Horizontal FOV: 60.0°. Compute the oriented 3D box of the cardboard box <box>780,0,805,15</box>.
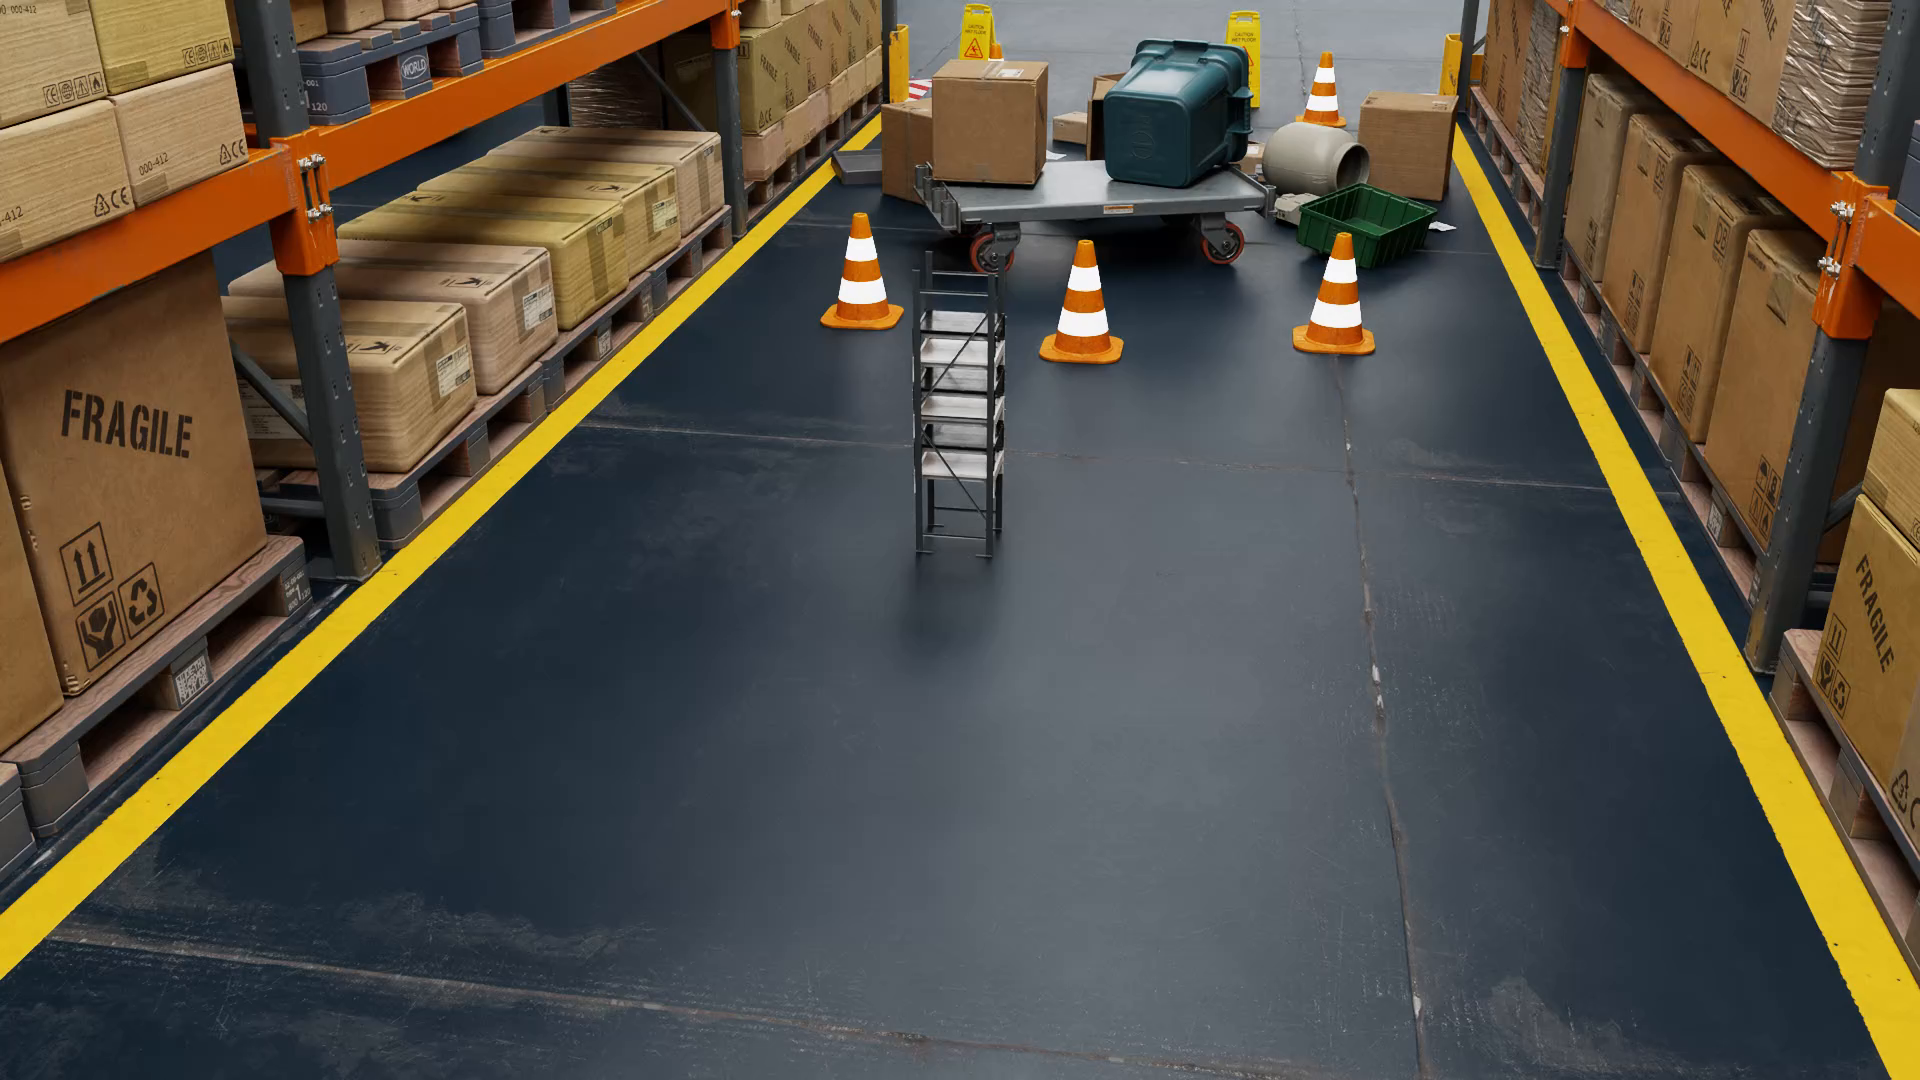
[{"bbox_3d":[-1.085,-3.027,9.277,0.380,0.149,0.250,5,26,11],"label":"cardboard box"}]

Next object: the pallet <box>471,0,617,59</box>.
[{"bbox_3d":[-1.980,-2.028,6.271,1.003,0.211,1.213,4,25,9],"label":"pallet"}]

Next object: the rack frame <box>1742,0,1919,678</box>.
[{"bbox_3d":[2.637,-0.984,3.813,1.000,3.000,0.127,4,25,9],"label":"rack frame"}]

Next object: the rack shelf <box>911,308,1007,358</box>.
[{"bbox_3d":[-0.001,-0.619,4.952,0.258,0.077,0.200,4,25,9],"label":"rack shelf"}]

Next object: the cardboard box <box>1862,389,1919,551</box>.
[{"bbox_3d":[2.285,-0.110,3.515,0.500,0.250,0.500,3,25,6],"label":"cardboard box"}]

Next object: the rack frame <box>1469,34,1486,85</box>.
[{"bbox_3d":[3.948,-4.329,10.961,0.949,2.616,0.053,4,25,9],"label":"rack frame"}]

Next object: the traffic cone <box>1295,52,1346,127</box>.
[{"bbox_3d":[2.457,-3.057,11.235,0.336,0.463,0.334,4,25,9],"label":"traffic cone"}]

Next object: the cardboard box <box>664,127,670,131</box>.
[{"bbox_3d":[-1.778,-2.168,9.092,0.500,0.250,0.500,5,26,11],"label":"cardboard box"}]

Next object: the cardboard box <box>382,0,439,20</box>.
[{"bbox_3d":[-1.857,-1.711,5.168,0.380,0.149,0.250,2,25,5],"label":"cardboard box"}]

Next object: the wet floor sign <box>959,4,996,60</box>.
[{"bbox_3d":[0.131,-3.569,12.114,0.267,0.644,0.232,13,28,26],"label":"wet floor sign"}]

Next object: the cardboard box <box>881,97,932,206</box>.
[{"bbox_3d":[-0.092,-2.180,9.315,0.500,0.500,0.500,-20,32,-36],"label":"cardboard box"}]

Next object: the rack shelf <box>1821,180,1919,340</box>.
[{"bbox_3d":[2.310,0.179,2.179,1.077,0.370,4.000,4,25,9],"label":"rack shelf"}]

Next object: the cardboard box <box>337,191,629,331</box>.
[{"bbox_3d":[-1.919,-1.146,6.764,0.950,0.372,0.625,5,26,10],"label":"cardboard box"}]

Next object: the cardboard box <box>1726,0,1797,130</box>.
[{"bbox_3d":[2.528,-1.444,4.680,0.500,0.500,0.500,4,25,9],"label":"cardboard box"}]

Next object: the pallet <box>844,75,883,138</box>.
[{"bbox_3d":[-1.136,-2.998,11.406,1.003,0.211,1.213,4,25,9],"label":"pallet"}]

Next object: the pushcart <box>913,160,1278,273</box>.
[{"bbox_3d":[0.648,-1.633,8.293,1.648,0.377,0.936,-5,25,-10],"label":"pushcart"}]

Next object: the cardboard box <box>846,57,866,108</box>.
[{"bbox_3d":[-0.915,-3.002,10.874,0.500,0.250,0.500,4,25,9],"label":"cardboard box"}]

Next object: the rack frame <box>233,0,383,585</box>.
[{"bbox_3d":[-2.263,-1.284,4.456,1.000,3.000,0.127,4,25,9],"label":"rack frame"}]

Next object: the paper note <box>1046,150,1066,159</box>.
[{"bbox_3d":[0.567,-2.402,10.360,0.148,0.019,0.142,13,28,26],"label":"paper note"}]

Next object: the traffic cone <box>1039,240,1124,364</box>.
[{"bbox_3d":[0.508,-1.002,6.845,0.336,0.463,0.334,4,25,9],"label":"traffic cone"}]

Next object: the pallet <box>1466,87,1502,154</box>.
[{"bbox_3d":[3.891,-2.727,10.827,1.003,0.211,1.213,4,25,9],"label":"pallet"}]

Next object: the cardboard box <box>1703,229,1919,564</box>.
[{"bbox_3d":[2.825,-0.403,4.732,1.050,0.750,0.750,4,25,8],"label":"cardboard box"}]

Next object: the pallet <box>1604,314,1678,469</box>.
[{"bbox_3d":[3.042,-0.554,6.185,1.003,0.211,1.213,4,25,9],"label":"pallet"}]

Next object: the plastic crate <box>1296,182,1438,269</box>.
[{"bbox_3d":[2.027,-1.573,8.320,0.450,0.188,0.662,29,36,30],"label":"plastic crate"}]

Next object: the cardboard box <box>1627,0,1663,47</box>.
[{"bbox_3d":[2.773,-2.080,6.038,0.500,0.500,0.500,4,25,8],"label":"cardboard box"}]

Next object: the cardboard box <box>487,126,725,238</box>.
[{"bbox_3d":[-1.693,-1.738,8.029,0.950,0.372,0.625,4,25,9],"label":"cardboard box"}]

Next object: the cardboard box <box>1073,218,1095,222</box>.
[{"bbox_3d":[0.641,-1.911,9.020,0.258,0.266,0.396,-14,29,-27],"label":"cardboard box"}]

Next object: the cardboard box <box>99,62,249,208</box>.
[{"bbox_3d":[-2.090,-0.987,3.997,0.500,0.250,0.500,3,25,7],"label":"cardboard box"}]

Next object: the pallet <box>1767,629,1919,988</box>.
[{"bbox_3d":[2.508,0.606,3.706,1.003,0.211,1.213,4,25,9],"label":"pallet"}]

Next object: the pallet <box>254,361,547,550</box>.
[{"bbox_3d":[-2.134,-0.348,5.745,1.003,0.211,1.213,4,25,9],"label":"pallet"}]

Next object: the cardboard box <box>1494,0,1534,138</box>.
[{"bbox_3d":[3.757,-2.901,9.921,0.875,0.875,0.875,4,25,8],"label":"cardboard box"}]

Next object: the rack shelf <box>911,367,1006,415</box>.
[{"bbox_3d":[-0.001,-0.455,5.028,0.258,0.077,0.200,4,25,9],"label":"rack shelf"}]

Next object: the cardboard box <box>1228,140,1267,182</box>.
[{"bbox_3d":[1.754,-2.265,9.775,0.396,0.266,0.258,8,26,18],"label":"cardboard box"}]

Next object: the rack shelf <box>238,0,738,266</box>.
[{"bbox_3d":[-1.936,-1.795,6.395,1.077,0.370,4.000,4,25,9],"label":"rack shelf"}]

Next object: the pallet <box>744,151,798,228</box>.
[{"bbox_3d":[-1.535,-1.978,9.226,1.003,0.211,1.213,4,25,9],"label":"pallet"}]

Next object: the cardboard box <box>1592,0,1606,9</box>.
[{"bbox_3d":[2.939,-2.501,6.936,0.500,0.500,0.500,4,25,9],"label":"cardboard box"}]

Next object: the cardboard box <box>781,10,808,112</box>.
[{"bbox_3d":[-1.171,-2.695,9.332,0.500,0.500,0.500,5,26,11],"label":"cardboard box"}]

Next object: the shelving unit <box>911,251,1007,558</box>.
[{"bbox_3d":[-0.001,-0.404,5.052,0.258,0.900,0.210,4,25,9],"label":"shelving unit"}]

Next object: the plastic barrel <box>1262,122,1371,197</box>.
[{"bbox_3d":[1.963,-2.071,9.174,0.421,0.421,0.512,-20,32,-36],"label":"plastic barrel"}]

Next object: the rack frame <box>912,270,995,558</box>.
[{"bbox_3d":[-0.018,-0.362,4.961,0.240,0.900,0.006,4,25,9],"label":"rack frame"}]

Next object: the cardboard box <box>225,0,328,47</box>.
[{"bbox_3d":[-2.027,-1.484,4.683,0.380,0.149,0.250,3,25,5],"label":"cardboard box"}]

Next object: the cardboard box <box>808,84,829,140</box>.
[{"bbox_3d":[-1.086,-2.576,9.964,0.500,0.250,0.500,4,25,8],"label":"cardboard box"}]

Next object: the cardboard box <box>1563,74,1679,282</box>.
[{"bbox_3d":[3.278,-1.562,7.207,1.050,0.750,0.750,4,25,8],"label":"cardboard box"}]

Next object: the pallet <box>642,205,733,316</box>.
[{"bbox_3d":[-1.735,-1.369,7.925,1.003,0.211,1.213,4,25,9],"label":"pallet"}]

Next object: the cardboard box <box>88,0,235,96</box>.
[{"bbox_3d":[-2.092,-1.223,3.911,0.500,0.250,0.500,4,25,8],"label":"cardboard box"}]

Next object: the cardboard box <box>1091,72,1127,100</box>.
[{"bbox_3d":[1.255,-2.590,10.189,0.797,0.503,0.637,-14,29,-27],"label":"cardboard box"}]

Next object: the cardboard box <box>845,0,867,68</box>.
[{"bbox_3d":[-0.911,-3.343,10.717,0.500,0.500,0.500,5,26,10],"label":"cardboard box"}]

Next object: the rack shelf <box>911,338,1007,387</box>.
[{"bbox_3d":[-0.001,-0.537,4.990,0.258,0.077,0.200,4,25,9],"label":"rack shelf"}]

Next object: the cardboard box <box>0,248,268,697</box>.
[{"bbox_3d":[-2.458,-0.229,4.212,0.875,0.875,0.875,4,25,8],"label":"cardboard box"}]
